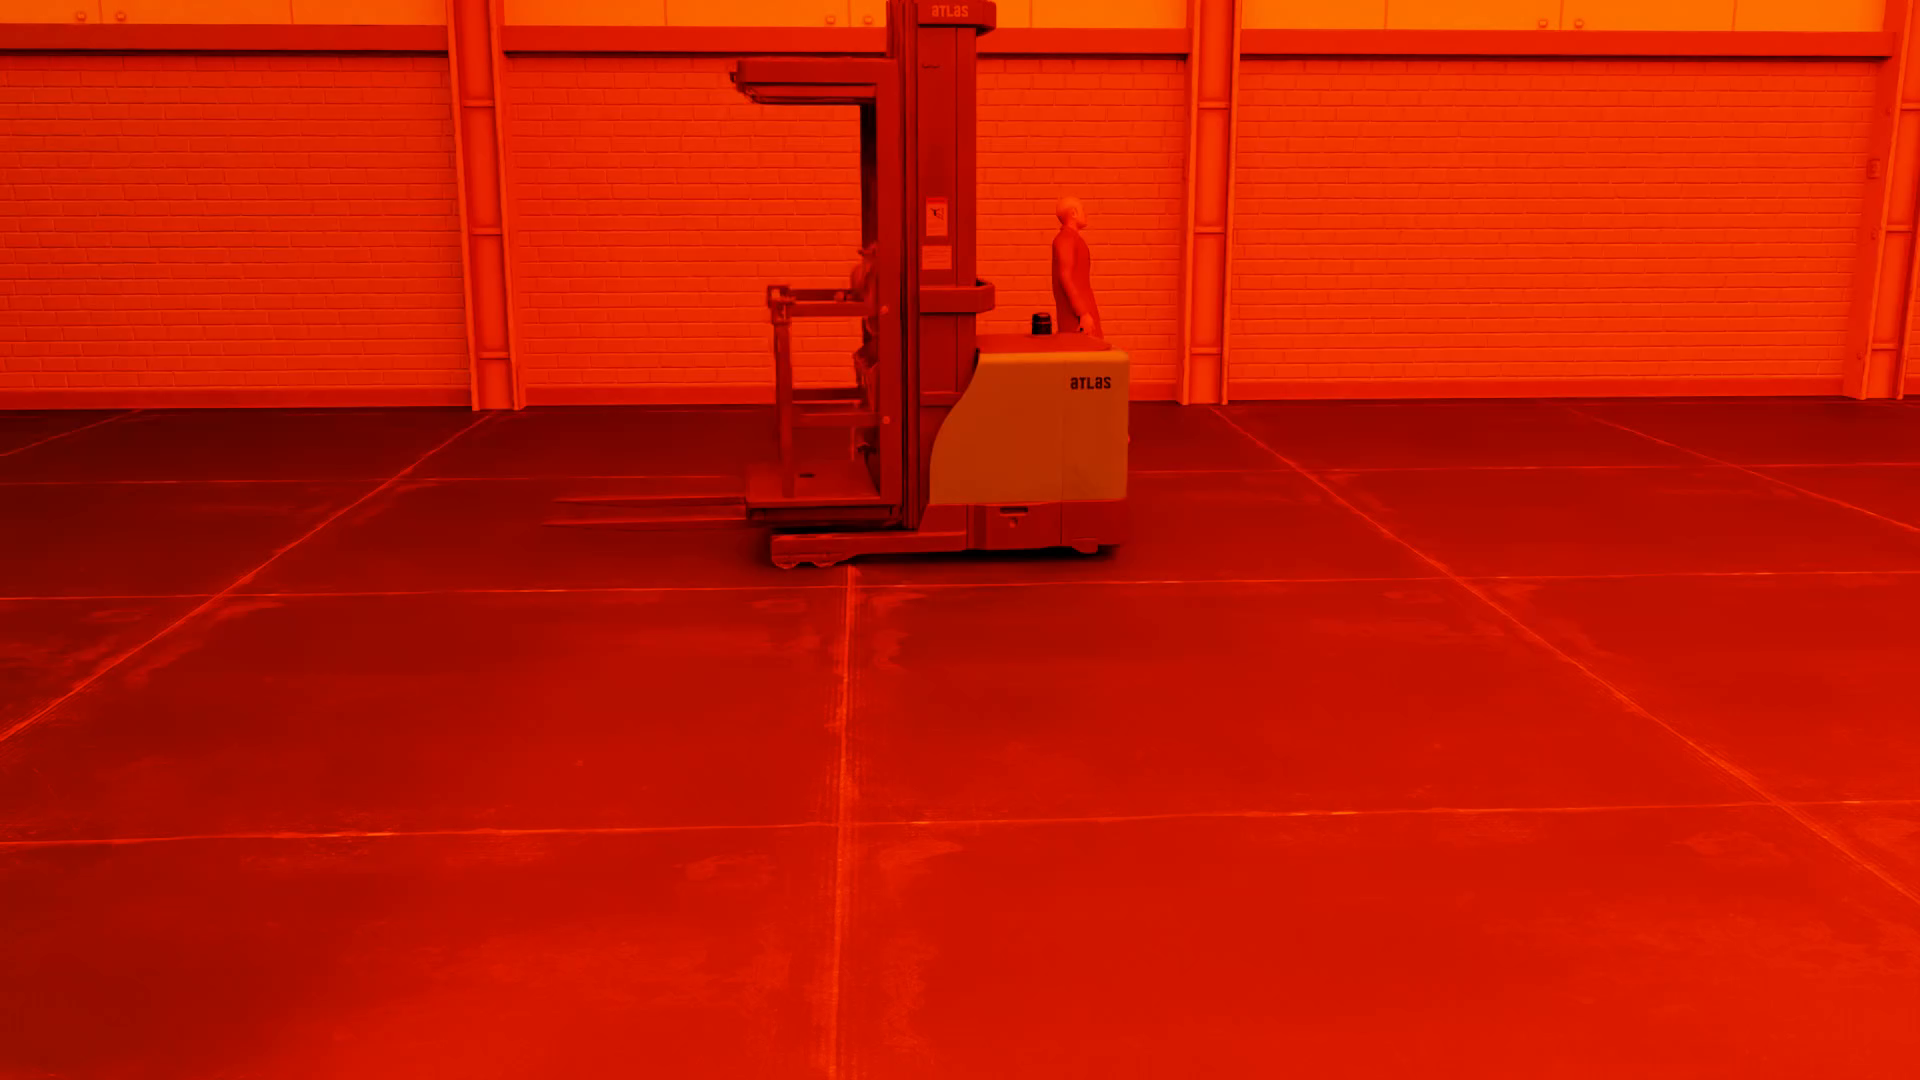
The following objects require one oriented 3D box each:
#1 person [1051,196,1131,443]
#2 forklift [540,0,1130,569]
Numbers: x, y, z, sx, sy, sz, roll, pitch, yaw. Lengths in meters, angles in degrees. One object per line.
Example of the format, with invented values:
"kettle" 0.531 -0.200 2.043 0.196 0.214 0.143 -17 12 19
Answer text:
"person" 0.955 -1.612 12.184 0.584 1.775 0.695 0 13 1
"forklift" -0.673 -1.407 8.678 3.031 2.935 1.130 -2 13 -7
